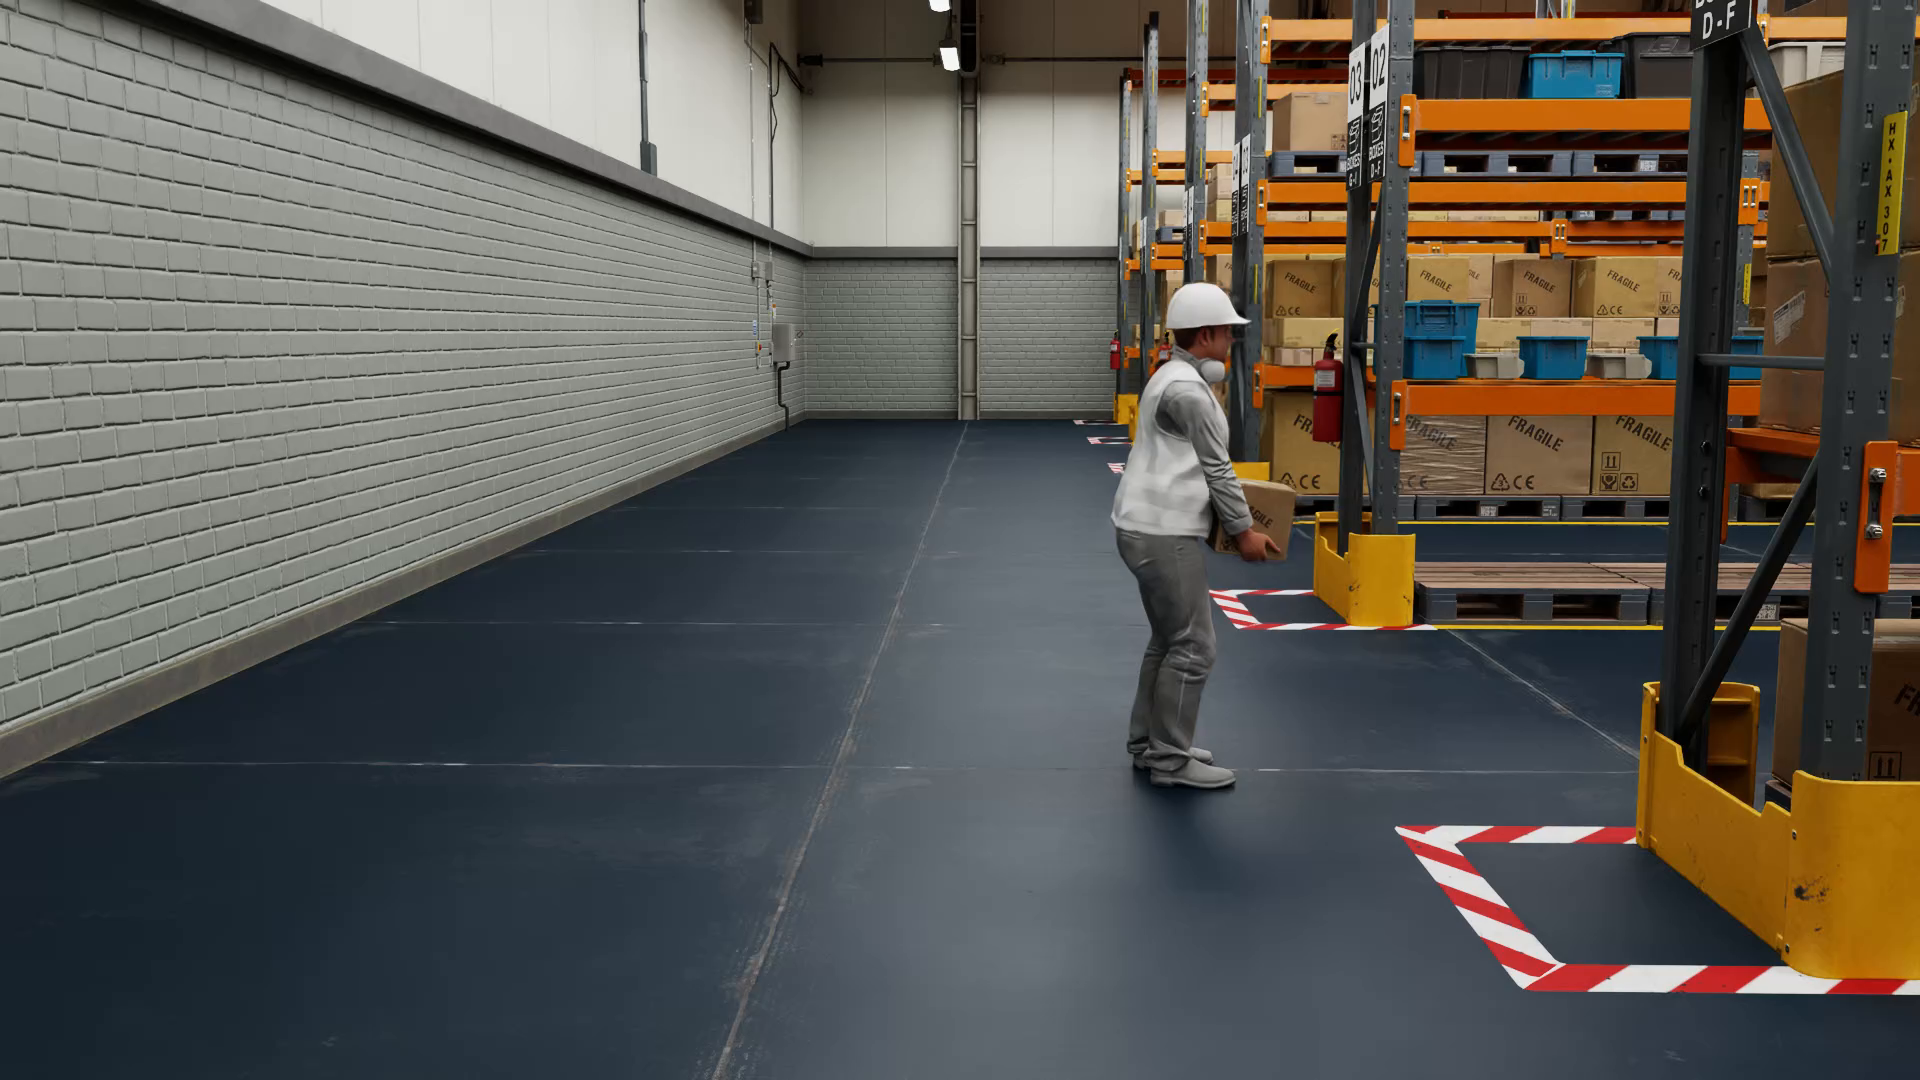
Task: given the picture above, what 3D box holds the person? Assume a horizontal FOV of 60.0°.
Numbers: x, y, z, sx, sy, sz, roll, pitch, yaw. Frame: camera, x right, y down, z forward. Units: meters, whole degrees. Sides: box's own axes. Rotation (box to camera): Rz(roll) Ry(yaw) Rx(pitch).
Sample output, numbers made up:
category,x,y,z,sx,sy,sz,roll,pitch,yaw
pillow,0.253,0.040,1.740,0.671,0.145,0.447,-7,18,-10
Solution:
category,x,y,z,sx,sy,sz,roll,pitch,yaw
person,0.825,-0.022,5.902,0.571,1.763,0.489,0,7,0
